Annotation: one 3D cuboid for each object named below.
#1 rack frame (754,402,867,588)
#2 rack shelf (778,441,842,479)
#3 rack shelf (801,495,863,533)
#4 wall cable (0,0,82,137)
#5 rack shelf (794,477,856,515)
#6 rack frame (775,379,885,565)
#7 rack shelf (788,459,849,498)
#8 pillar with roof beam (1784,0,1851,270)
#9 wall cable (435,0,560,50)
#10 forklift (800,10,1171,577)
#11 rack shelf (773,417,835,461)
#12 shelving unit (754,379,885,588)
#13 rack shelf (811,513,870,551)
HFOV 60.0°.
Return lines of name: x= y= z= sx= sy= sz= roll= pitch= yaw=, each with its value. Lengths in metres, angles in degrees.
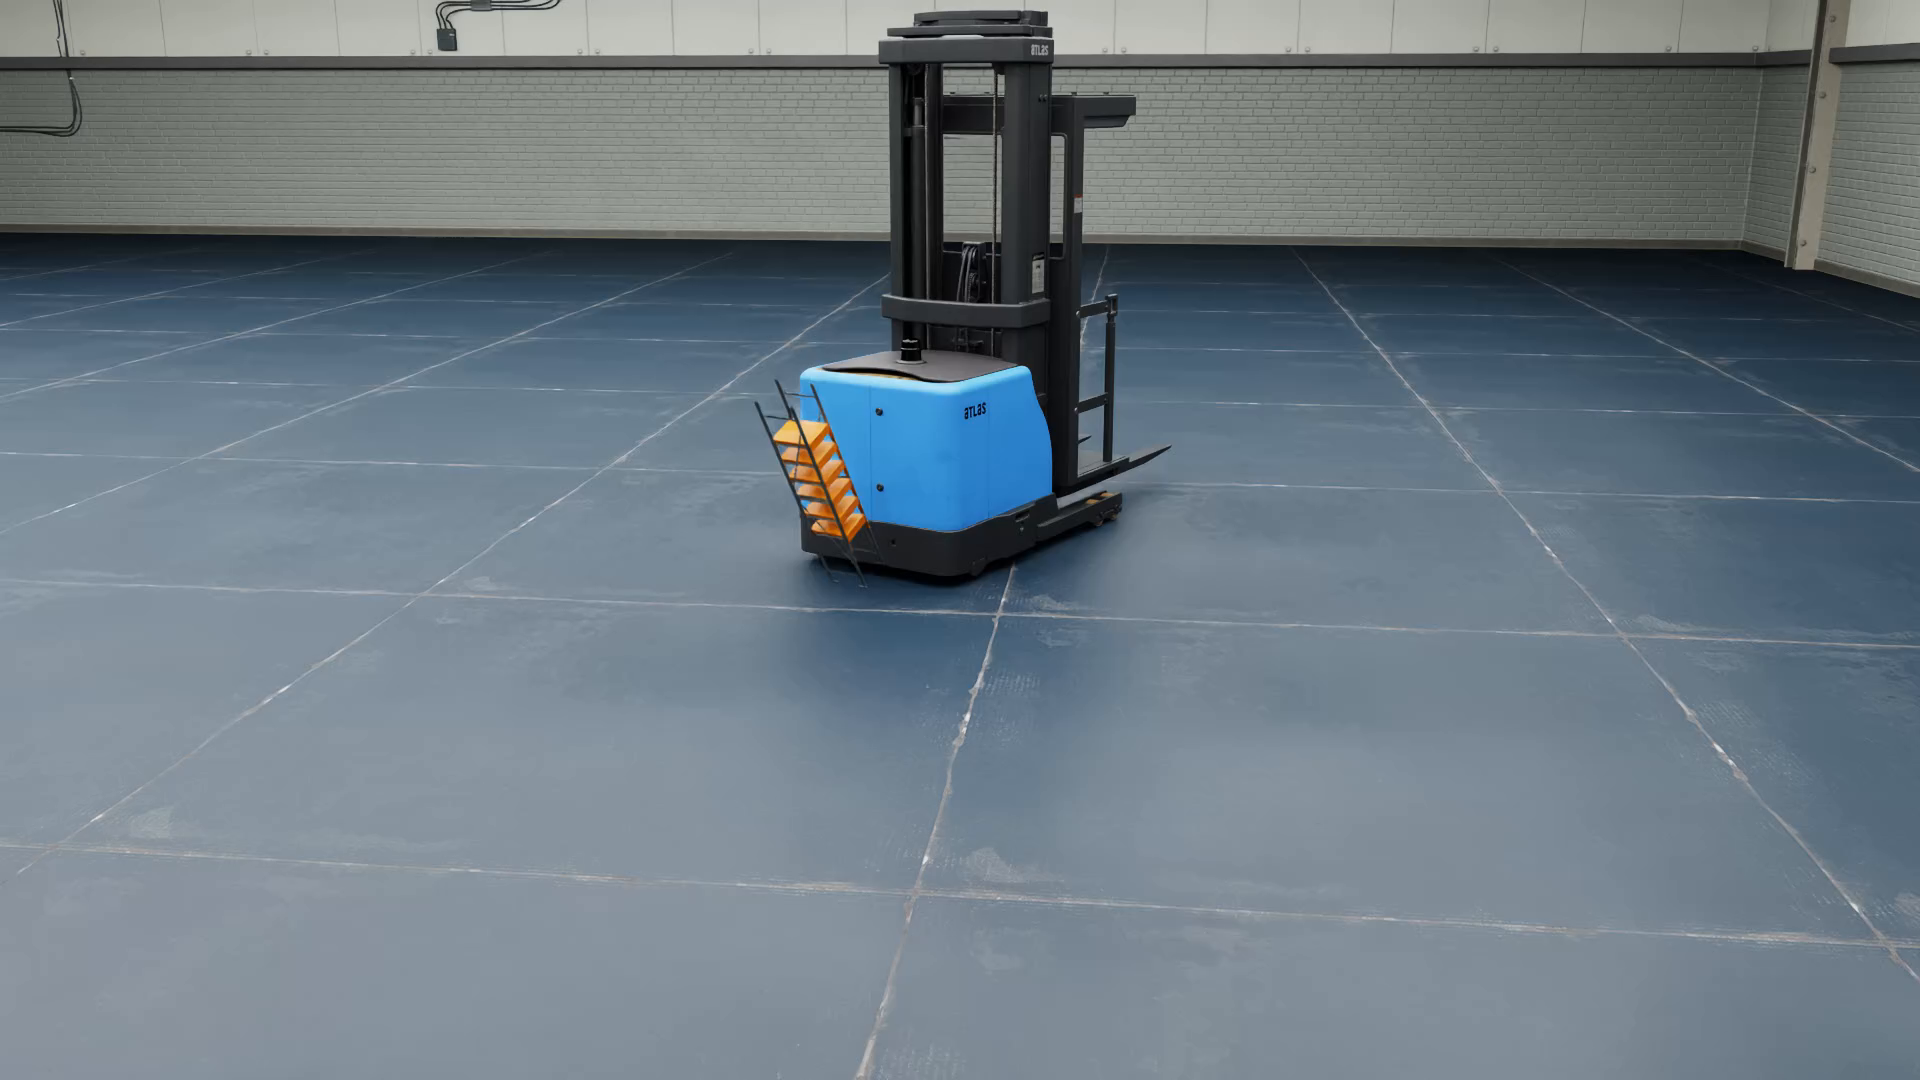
rack frame: x=-0.745 y=-0.211 z=8.411 sx=0.240 sy=1.200 sz=0.006 roll=10 pitch=47 yaw=32
rack shelf: x=-0.753 y=-0.416 z=8.344 sx=0.258 sy=0.103 sz=0.180 roll=10 pitch=47 yaw=32
rack shelf: x=-0.659 y=-0.149 z=8.567 sx=0.258 sy=0.103 sz=0.180 roll=10 pitch=47 yaw=32
wall cable: x=-17.309 y=-8.494 z=29.782 sx=3.097 sy=2.526 sz=0.112 roll=2 pitch=15 yaw=6
rack shelf: x=-0.690 y=-0.238 z=8.492 sx=0.258 sy=0.103 sz=0.180 roll=10 pitch=47 yaw=32
rack frame: x=-0.658 y=-0.331 z=8.518 sx=0.240 sy=1.200 sz=0.006 roll=10 pitch=47 yaw=32
rack shelf: x=-0.721 y=-0.327 z=8.418 sx=0.258 sy=0.103 sz=0.180 roll=10 pitch=47 yaw=32
pillar with roof beam: x=8.066 y=-8.466 z=23.733 sx=9.100 sy=9.000 sz=0.400 roll=2 pitch=15 yaw=6
wall cable: x=-7.878 y=-11.351 z=27.884 sx=2.305 sy=6.003 sz=0.169 roll=2 pitch=15 yaw=6
forklift: x=0.332 y=-1.552 z=9.787 sx=1.130 sy=2.935 sz=3.031 roll=9 pitch=18 yaw=31
rack shelf: x=-0.784 y=-0.505 z=8.270 sx=0.258 sy=0.103 sz=0.180 roll=10 pitch=47 yaw=32
shelving unit: x=-0.702 y=-0.271 z=8.465 sx=0.258 sy=1.200 sz=0.189 roll=10 pitch=47 yaw=32
rack shelf: x=-0.627 y=-0.060 z=8.641 sx=0.258 sy=0.103 sz=0.180 roll=10 pitch=47 yaw=32
